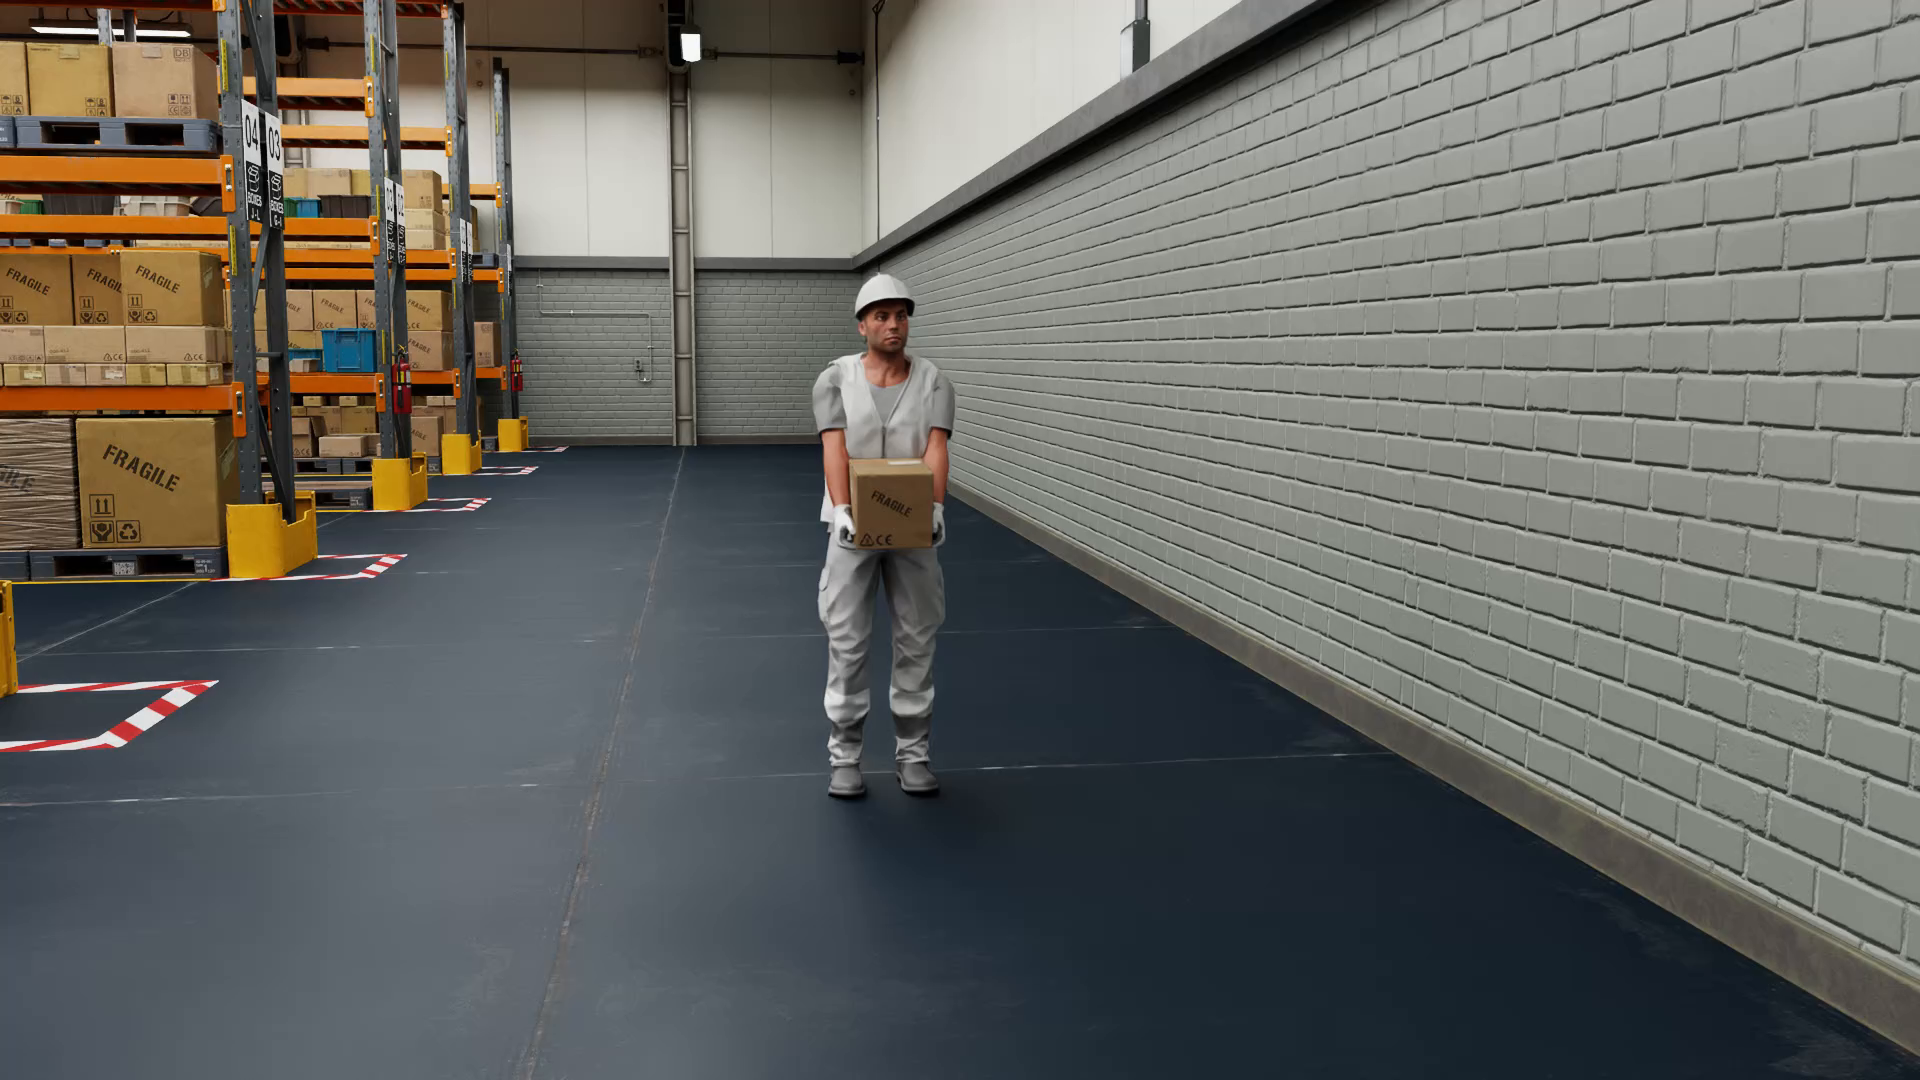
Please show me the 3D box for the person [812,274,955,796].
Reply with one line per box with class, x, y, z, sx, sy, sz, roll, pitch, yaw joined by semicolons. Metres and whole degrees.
person;-0.245;-0.008;5.675;0.495;1.786;0.563;-1;6;-9
